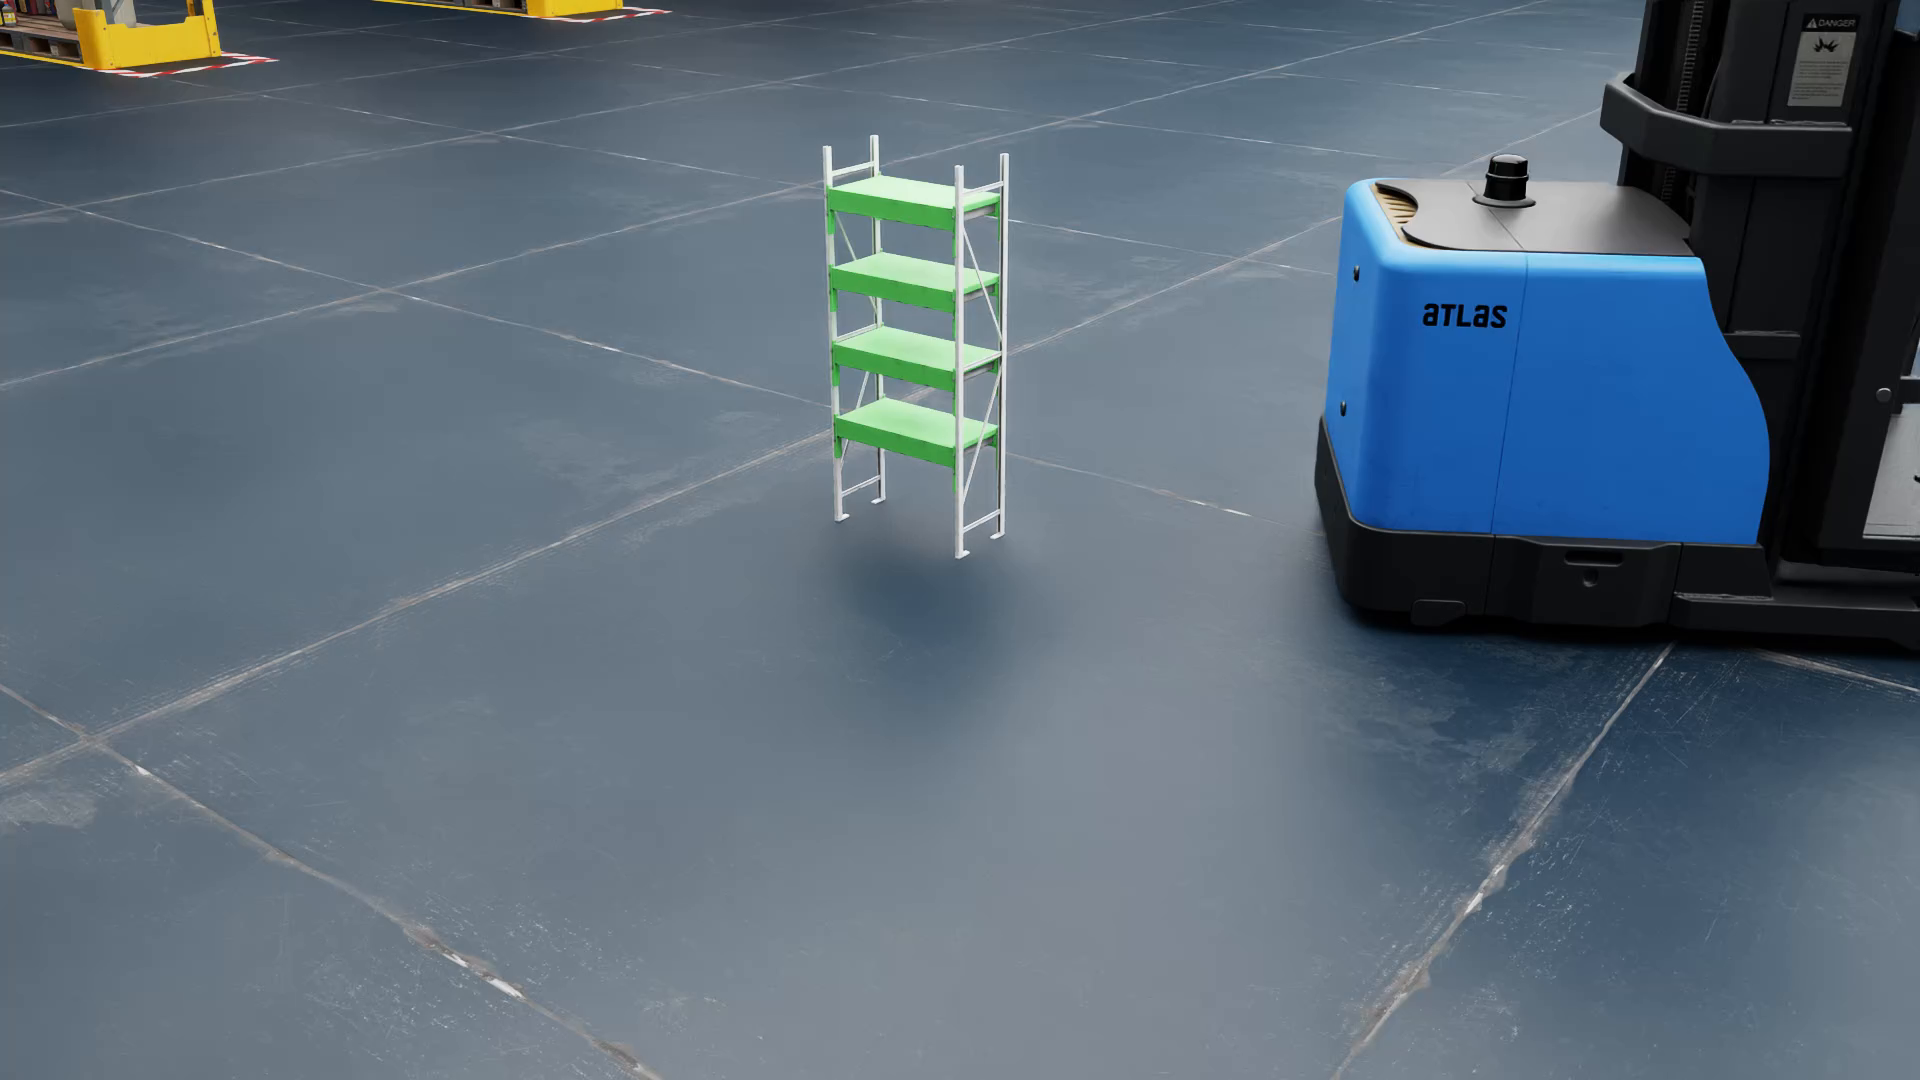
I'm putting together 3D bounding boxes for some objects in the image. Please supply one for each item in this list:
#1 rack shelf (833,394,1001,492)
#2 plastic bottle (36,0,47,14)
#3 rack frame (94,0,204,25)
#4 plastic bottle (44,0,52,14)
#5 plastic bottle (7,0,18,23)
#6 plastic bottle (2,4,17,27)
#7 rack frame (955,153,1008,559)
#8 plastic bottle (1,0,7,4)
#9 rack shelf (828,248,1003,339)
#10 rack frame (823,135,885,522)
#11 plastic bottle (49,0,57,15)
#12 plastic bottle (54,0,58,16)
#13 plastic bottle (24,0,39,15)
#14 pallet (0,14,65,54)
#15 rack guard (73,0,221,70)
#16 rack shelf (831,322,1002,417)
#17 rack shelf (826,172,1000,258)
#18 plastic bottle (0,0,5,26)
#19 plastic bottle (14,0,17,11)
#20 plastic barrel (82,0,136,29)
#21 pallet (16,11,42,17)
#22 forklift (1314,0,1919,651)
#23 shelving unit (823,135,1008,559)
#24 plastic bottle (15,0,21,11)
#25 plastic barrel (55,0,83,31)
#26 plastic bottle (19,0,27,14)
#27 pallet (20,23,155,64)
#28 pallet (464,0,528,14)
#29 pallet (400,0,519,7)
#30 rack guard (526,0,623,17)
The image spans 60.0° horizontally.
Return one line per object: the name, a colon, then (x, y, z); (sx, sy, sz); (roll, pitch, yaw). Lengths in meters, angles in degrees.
rack shelf: (-0.132, -0.311, 5.221); (0.480, 0.148, 0.258); (17, 29, 33)
plastic bottle: (-9.227, -5.431, 16.688); (0.135, 0.276, 0.152); (17, 29, 34)
rack frame: (-7.254, -5.737, 14.550); (0.127, 3.000, 1.000); (17, 29, 33)
plastic bottle: (-9.116, -5.377, 16.659); (0.097, 0.201, 0.097); (0, 24, 0)
plastic bottle: (-9.109, -5.102, 15.932); (0.133, 0.283, 0.061); (17, 29, 33)
plastic bottle: (-8.987, -4.960, 15.712); (0.097, 0.201, 0.097); (0, 24, 0)
rack frame: (0.063, -0.530, 4.965); (0.015, 1.200, 0.240); (17, 29, 33)
plastic bottle: (-9.172, -5.064, 15.855); (0.135, 0.276, 0.152); (17, 29, 34)
rack shelf: (-0.132, -0.750, 5.028); (0.480, 0.148, 0.258); (17, 29, 33)
rack frame: (-0.328, -0.648, 5.233); (0.015, 1.200, 0.240); (17, 29, 33)
plastic bottle: (-9.035, -5.384, 16.589); (0.097, 0.271, 0.097); (0, 24, 0)
plastic bottle: (-8.952, -5.327, 16.546); (0.097, 0.201, 0.097); (0, 24, 0)
plastic bottle: (-9.291, -5.400, 16.609); (0.133, 0.283, 0.061); (17, 29, 33)
pallet: (-8.962, -4.957, 16.239); (1.213, 0.211, 1.003); (17, 29, 33)
rack guard: (-7.343, -4.596, 15.061); (0.348, 0.500, 1.175); (17, 29, 33)
rack shelf: (-0.132, -0.531, 5.125); (0.480, 0.148, 0.258); (17, 29, 33)
rack shelf: (-0.132, -0.970, 4.931); (0.480, 0.148, 0.258); (17, 29, 33)
plastic bottle: (-9.091, -5.020, 15.746); (0.133, 0.283, 0.061); (18, 29, 35)
plastic bottle: (-9.682, -5.496, 16.836); (0.135, 0.276, 0.152); (17, 29, 33)
plastic barrel: (-7.827, -4.925, 15.272); (0.421, 0.512, 0.421); (0, 24, 0)
pallet: (-9.943, -5.252, 16.908); (1.213, 0.211, 1.003); (17, 29, 33)
forklift: (2.632, -1.228, 4.402); (3.031, 2.935, 1.130); (2, 24, 6)
shelving unit: (-0.132, -0.589, 5.099); (0.503, 1.200, 0.258); (17, 29, 33)
plastic bottle: (-9.613, -5.584, 16.943); (0.185, 0.351, 0.144); (15, 28, 31)
plastic barrel: (-8.228, -5.046, 15.547); (0.421, 0.512, 0.421); (0, 24, 0)
plastic bottle: (-9.396, -5.436, 16.690); (0.133, 0.283, 0.061); (17, 29, 33)
pallet: (-7.990, -4.662, 15.569); (1.213, 0.211, 1.003); (17, 29, 33)
pallet: (-4.973, -6.285, 19.252); (1.213, 0.211, 1.003); (17, 29, 33)
pallet: (-5.945, -6.580, 19.922); (1.213, 0.211, 1.003); (17, 29, 33)
rack guard: (-4.345, -6.209, 18.722); (0.348, 0.500, 1.175); (17, 29, 33)
